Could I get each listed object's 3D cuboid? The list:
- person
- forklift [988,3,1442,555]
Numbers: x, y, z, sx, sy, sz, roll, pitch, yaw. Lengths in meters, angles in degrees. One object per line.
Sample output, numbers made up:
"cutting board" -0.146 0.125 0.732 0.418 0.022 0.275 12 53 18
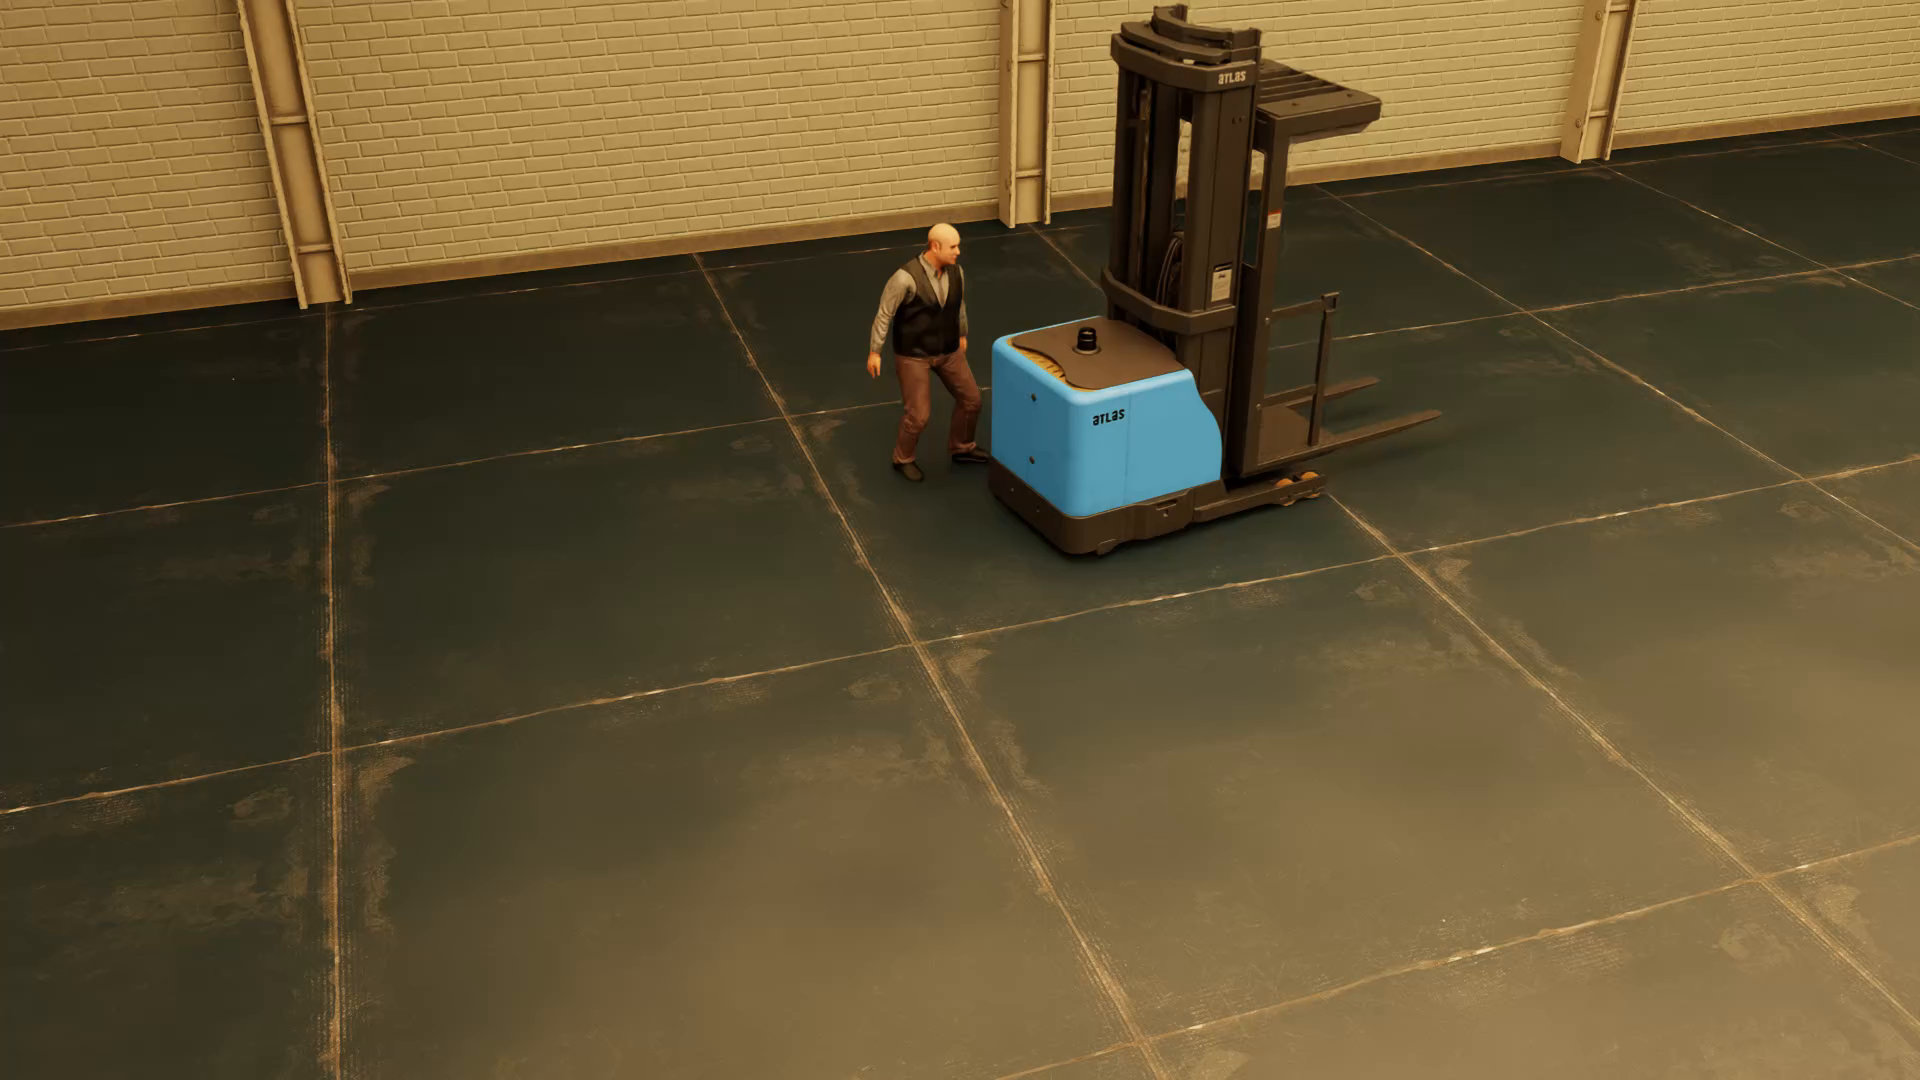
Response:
"person" -0.185 -1.182 10.412 0.860 1.694 0.406 -20 35 -30
"forklift" 1.720 -1.699 10.041 3.031 2.935 1.130 -15 33 -25
